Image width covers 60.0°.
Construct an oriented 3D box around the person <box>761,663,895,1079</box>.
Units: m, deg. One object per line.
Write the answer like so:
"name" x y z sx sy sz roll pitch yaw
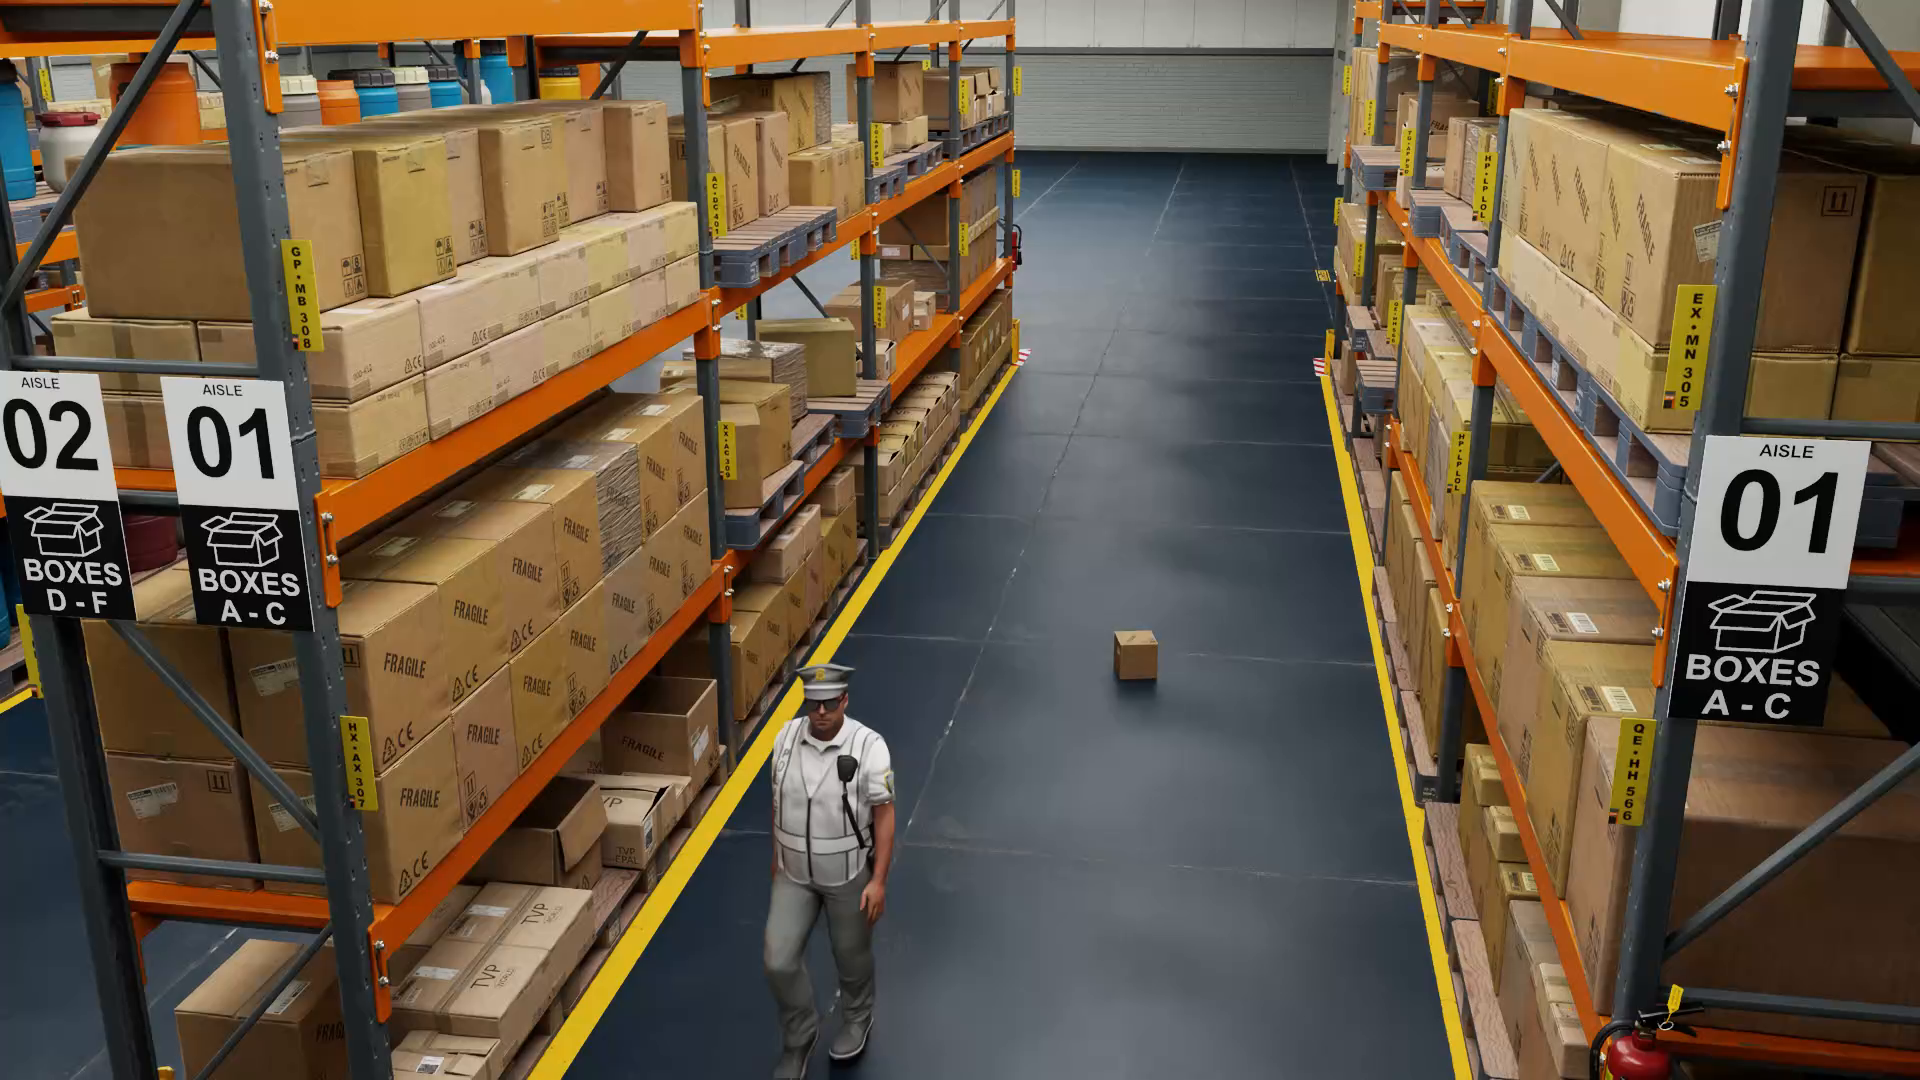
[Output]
"person" -0.547 1.376 6.789 0.576 1.855 0.513 4 18 13
